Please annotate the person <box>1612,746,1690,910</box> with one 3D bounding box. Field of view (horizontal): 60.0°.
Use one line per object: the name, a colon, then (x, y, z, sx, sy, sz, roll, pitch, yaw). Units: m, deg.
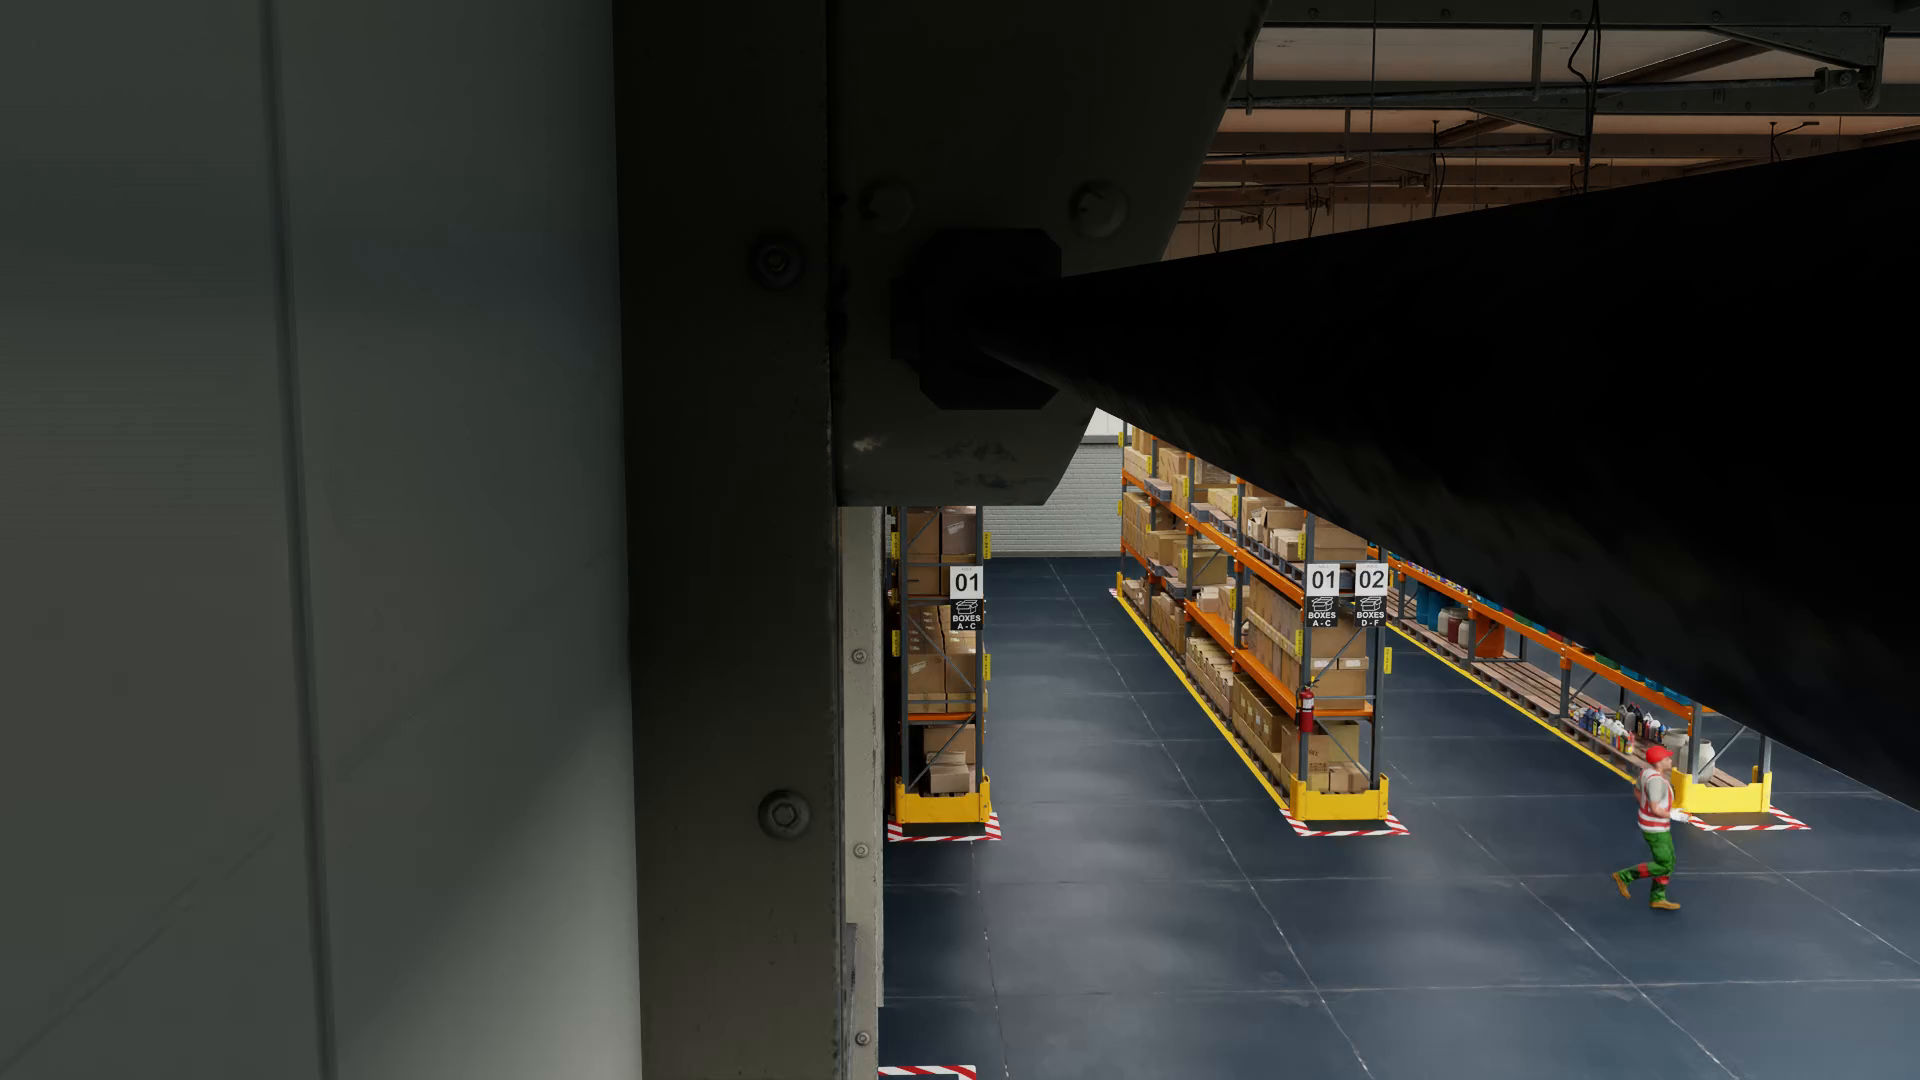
person: (7.268, 3.018, 17.510, 0.714, 1.749, 0.653, 2, 8, 14)
